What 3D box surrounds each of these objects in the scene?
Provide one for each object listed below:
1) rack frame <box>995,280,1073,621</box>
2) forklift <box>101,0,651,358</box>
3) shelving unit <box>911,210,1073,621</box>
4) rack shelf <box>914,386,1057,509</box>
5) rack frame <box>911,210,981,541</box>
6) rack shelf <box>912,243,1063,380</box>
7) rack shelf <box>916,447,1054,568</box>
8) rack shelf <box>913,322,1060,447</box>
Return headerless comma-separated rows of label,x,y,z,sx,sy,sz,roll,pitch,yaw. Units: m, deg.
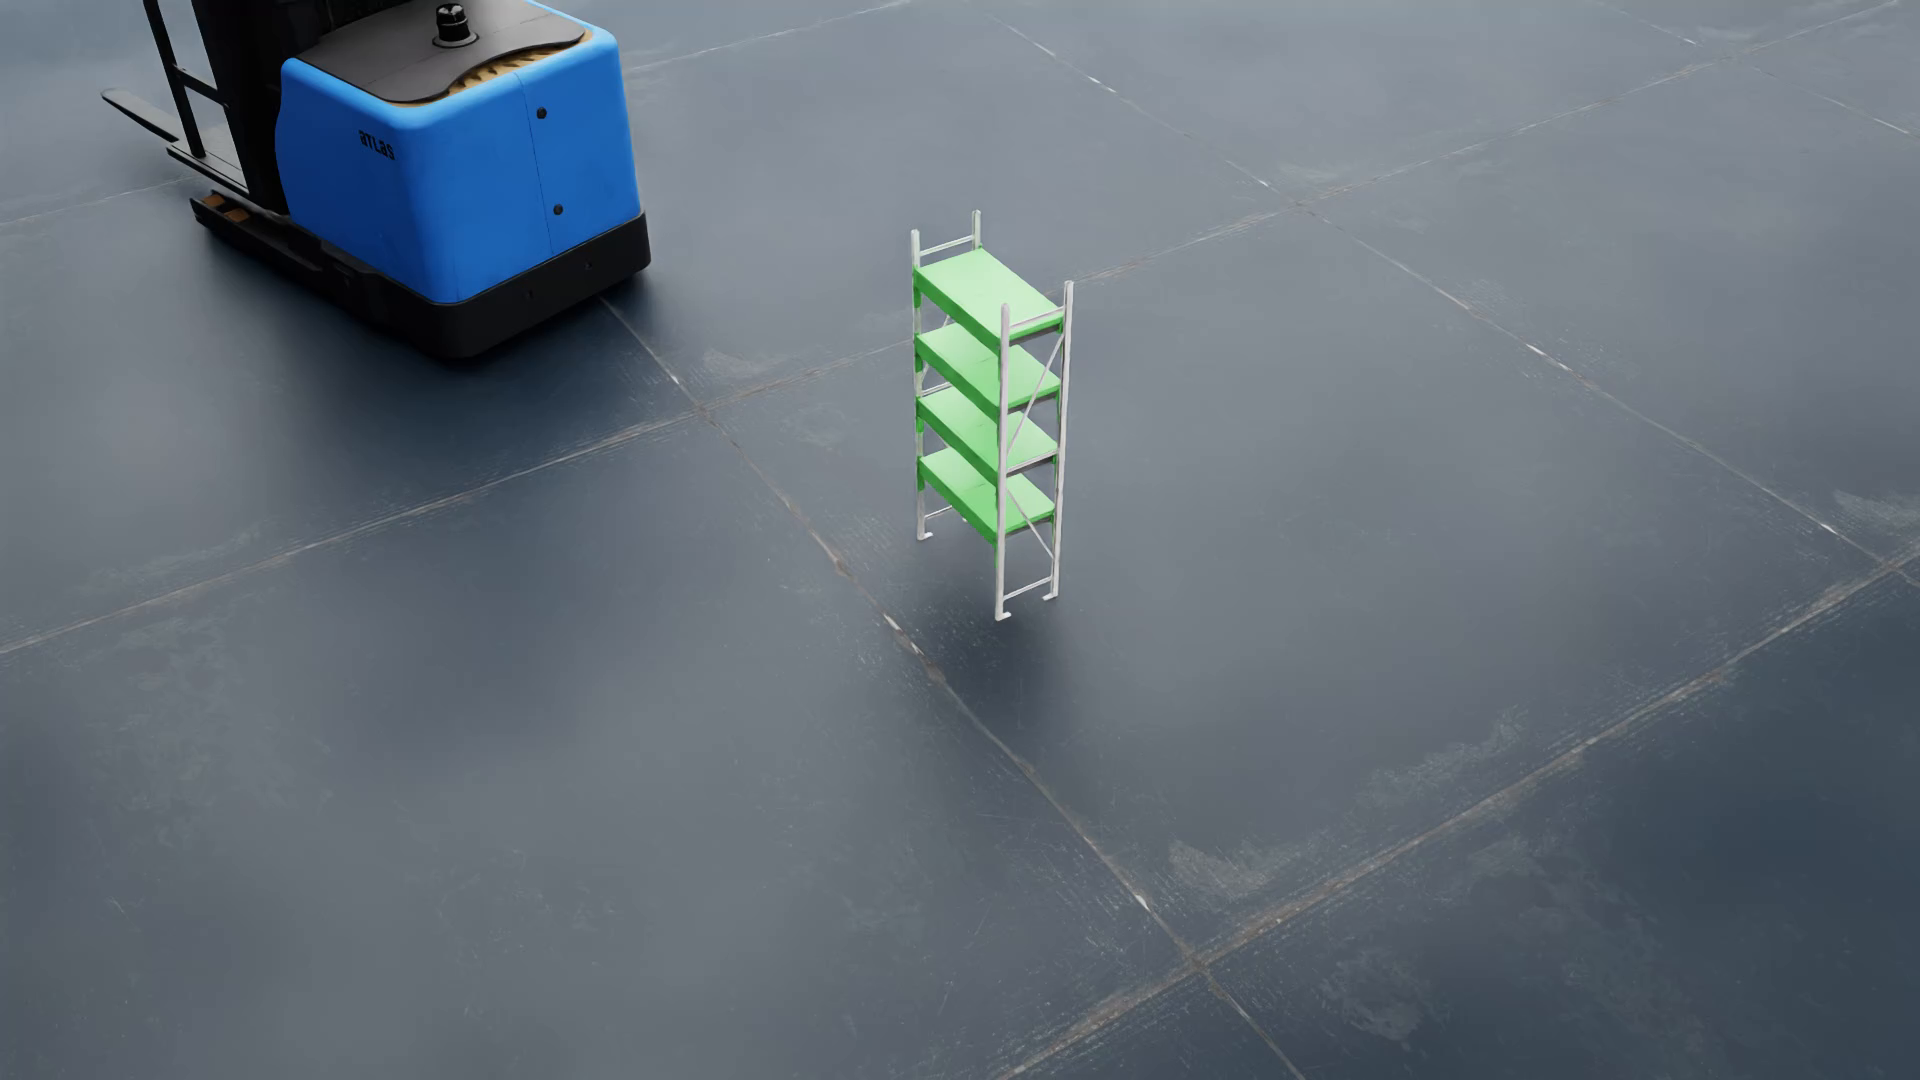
rack frame,0.220,-0.240,5.101,0.240,1.200,0.015,-22,45,-24
forklift,-2.759,-2.636,6.624,3.031,2.935,1.130,29,48,30
shelving unit,0.089,-0.372,5.259,0.258,1.200,0.503,-22,45,-24
rack shelf,0.089,-0.323,5.300,0.258,0.148,0.480,-22,45,-24
rack frame,-0.042,-0.503,5.417,0.240,1.200,0.015,-22,45,-24
rack shelf,0.089,-0.691,4.992,0.258,0.148,0.480,-22,45,-24
rack shelf,0.089,-0.138,5.453,0.258,0.148,0.480,-22,45,-24
rack shelf,0.089,-0.507,5.146,0.258,0.148,0.480,-22,45,-24
